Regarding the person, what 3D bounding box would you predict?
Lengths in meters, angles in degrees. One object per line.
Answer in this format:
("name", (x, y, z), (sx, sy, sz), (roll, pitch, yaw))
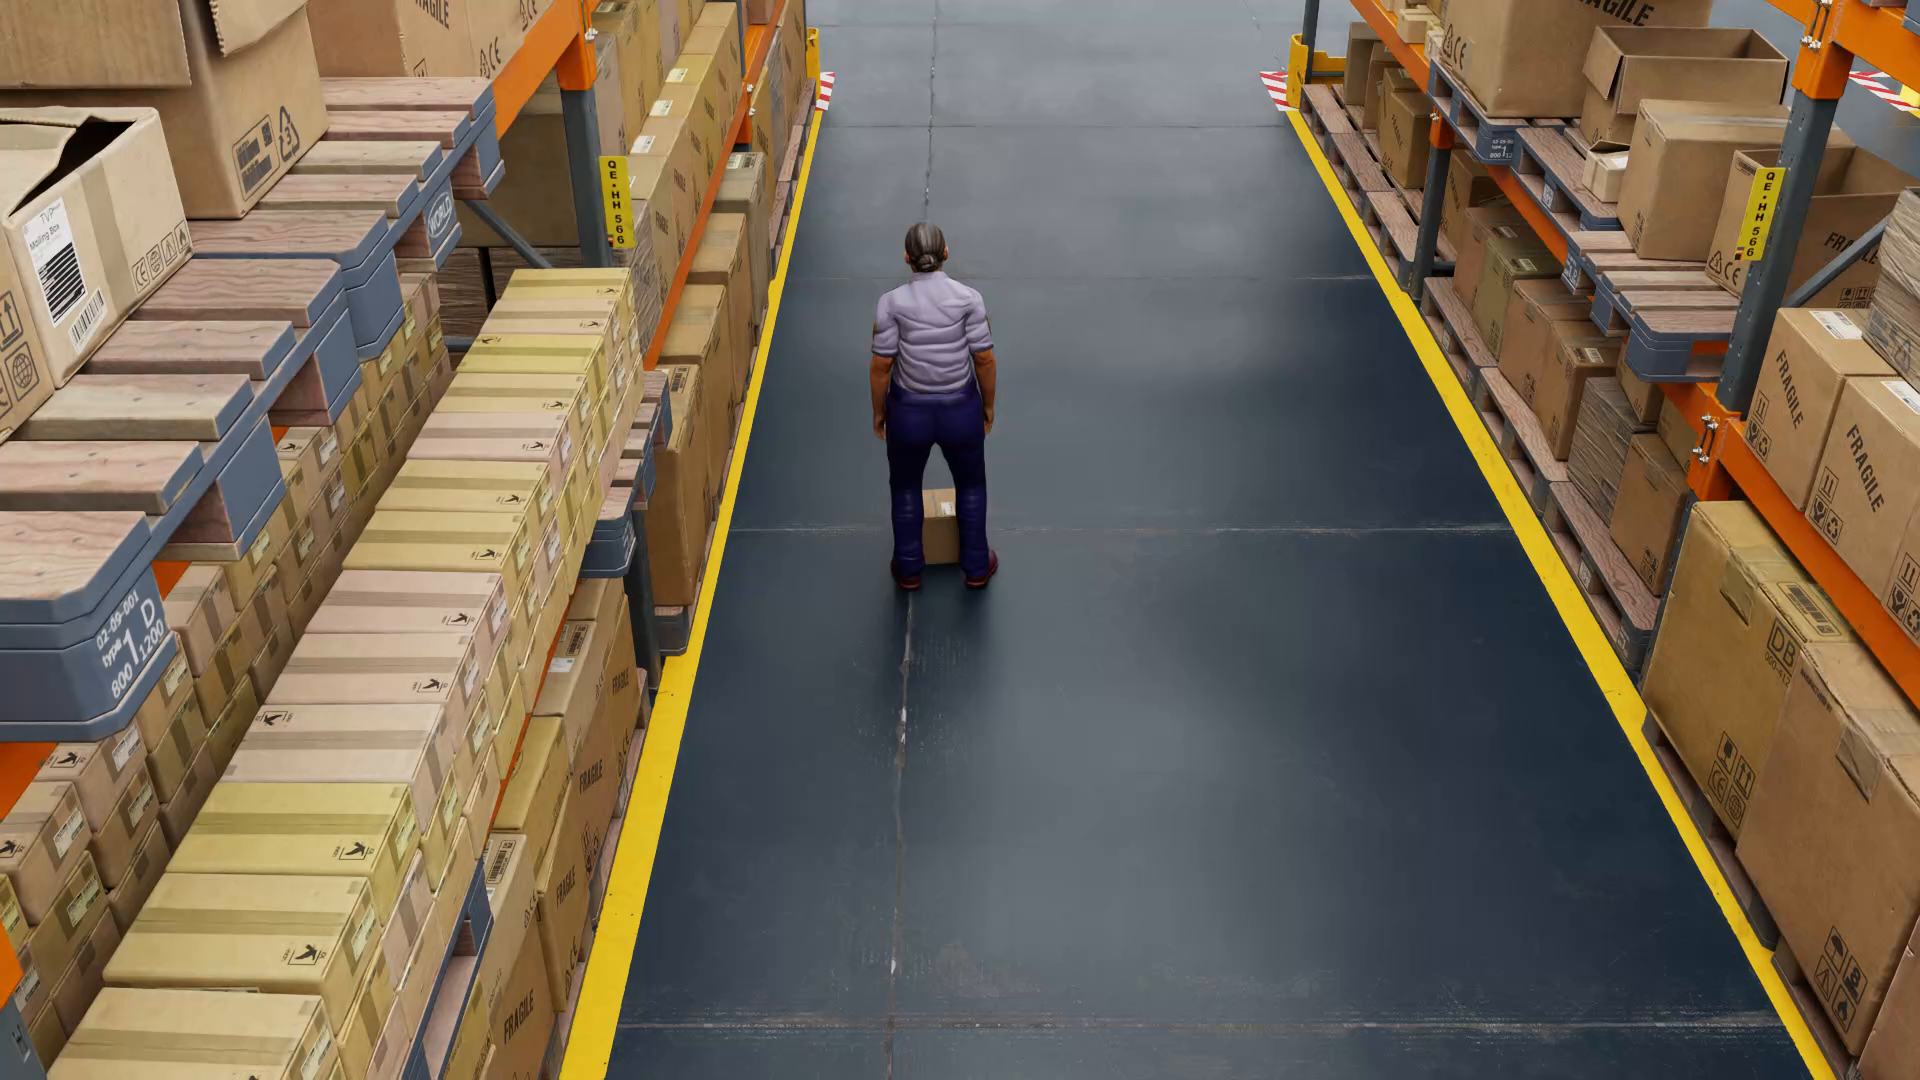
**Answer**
("person", (-0.099, -0.532, 7.004), (0.554, 1.650, 0.372), (-2, 32, -3))
